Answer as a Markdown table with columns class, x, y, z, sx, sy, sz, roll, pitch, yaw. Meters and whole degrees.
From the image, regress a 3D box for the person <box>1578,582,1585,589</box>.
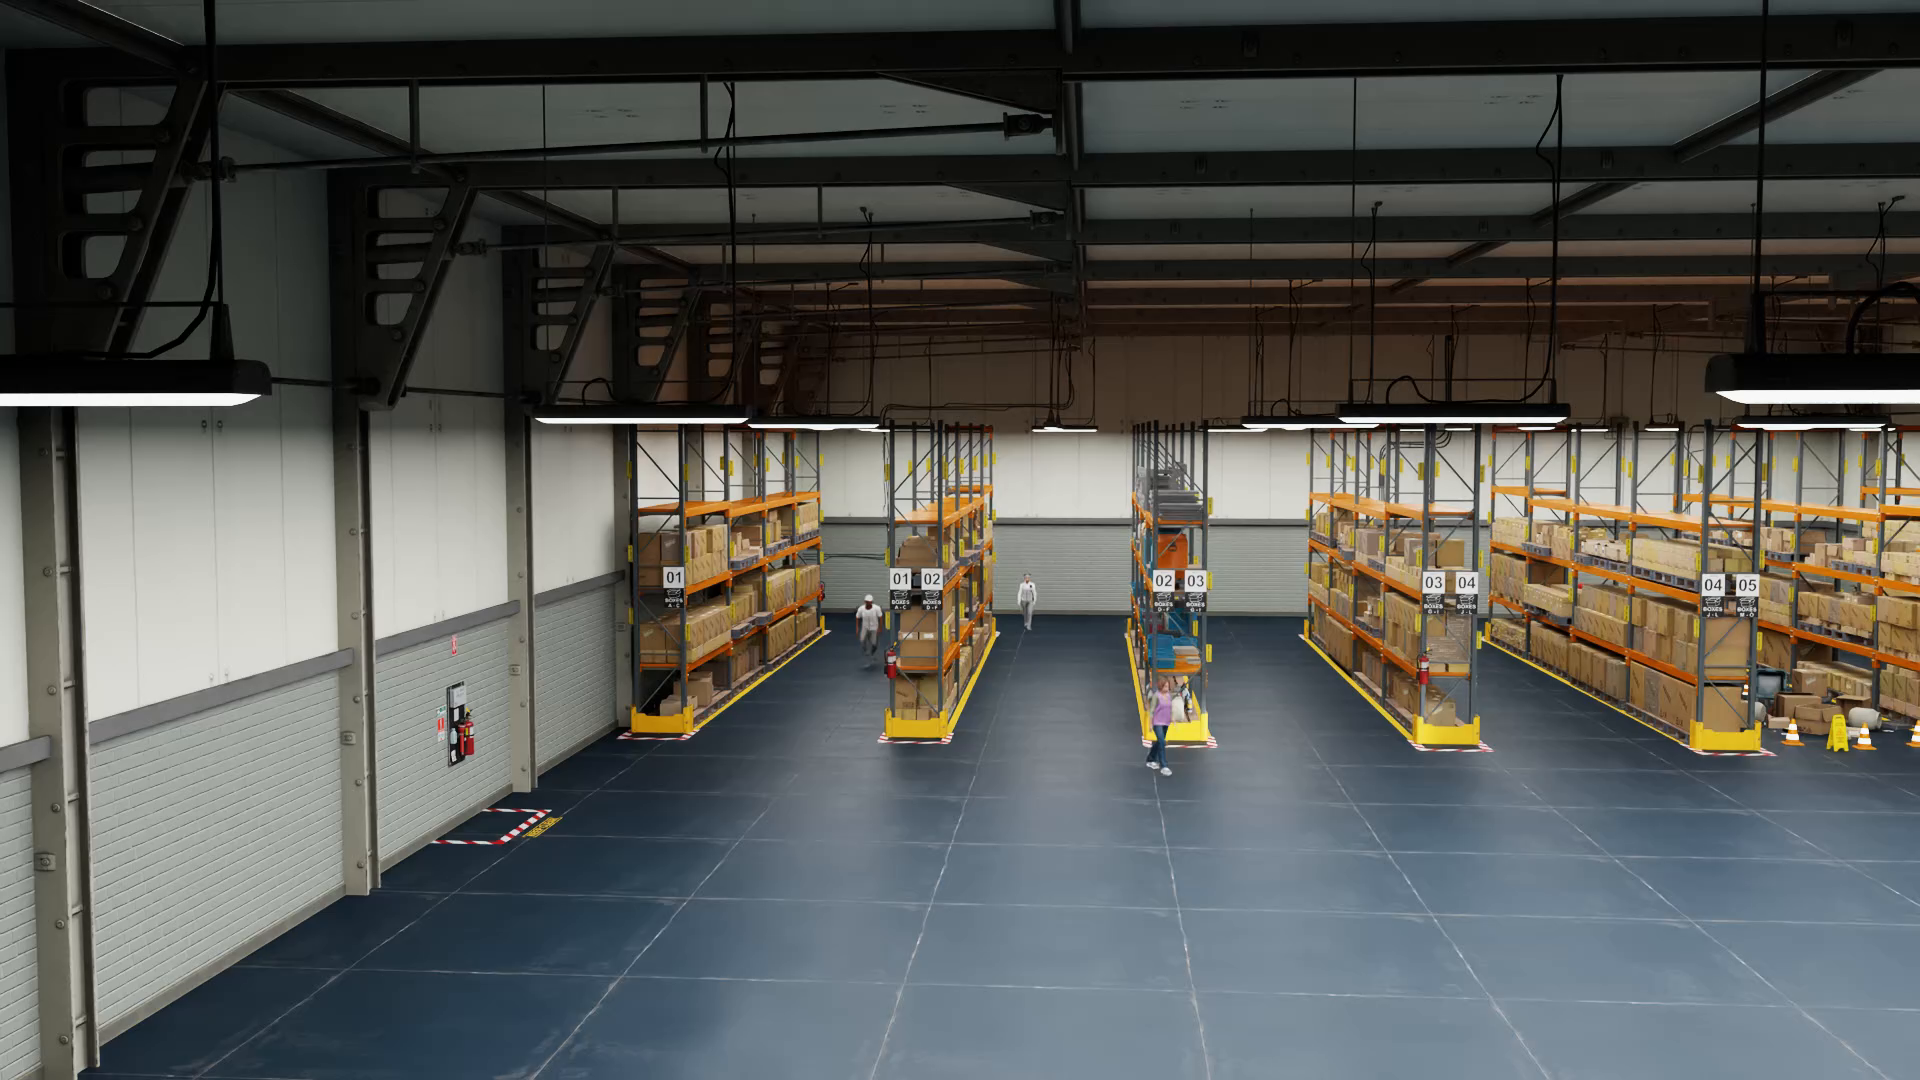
| class | x | y | z | sx | sy | sz | roll | pitch | yaw |
| --- | --- | --- | --- | --- | --- | --- | --- | --- | --- |
| person | 16.619 | 2.030 | 44.373 | 0.573 | 1.787 | 0.553 | 0 | 4 | 6 |

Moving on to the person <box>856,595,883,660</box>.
| class | x | y | z | sx | sy | sz | roll | pitch | yaw |
| --- | --- | --- | --- | --- | --- | --- | --- | --- | --- |
| person | -2.250 | 2.166 | 41.124 | 0.672 | 1.644 | 0.741 | 0 | 4 | 2 |

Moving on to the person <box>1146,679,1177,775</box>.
| class | x | y | z | sx | sy | sz | roll | pitch | yaw |
| --- | --- | --- | --- | --- | --- | --- | --- | --- | --- |
| person | 3.430 | 3.142 | 28.206 | 0.475 | 1.565 | 0.767 | -3 | 5 | -42 |

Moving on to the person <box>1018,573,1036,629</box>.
| class | x | y | z | sx | sy | sz | roll | pitch | yaw |
| --- | --- | --- | --- | --- | --- | --- | --- | --- | --- |
| person | 1.978 | 1.784 | 48.977 | 0.531 | 1.617 | 1.034 | 0 | 4 | 7 |
